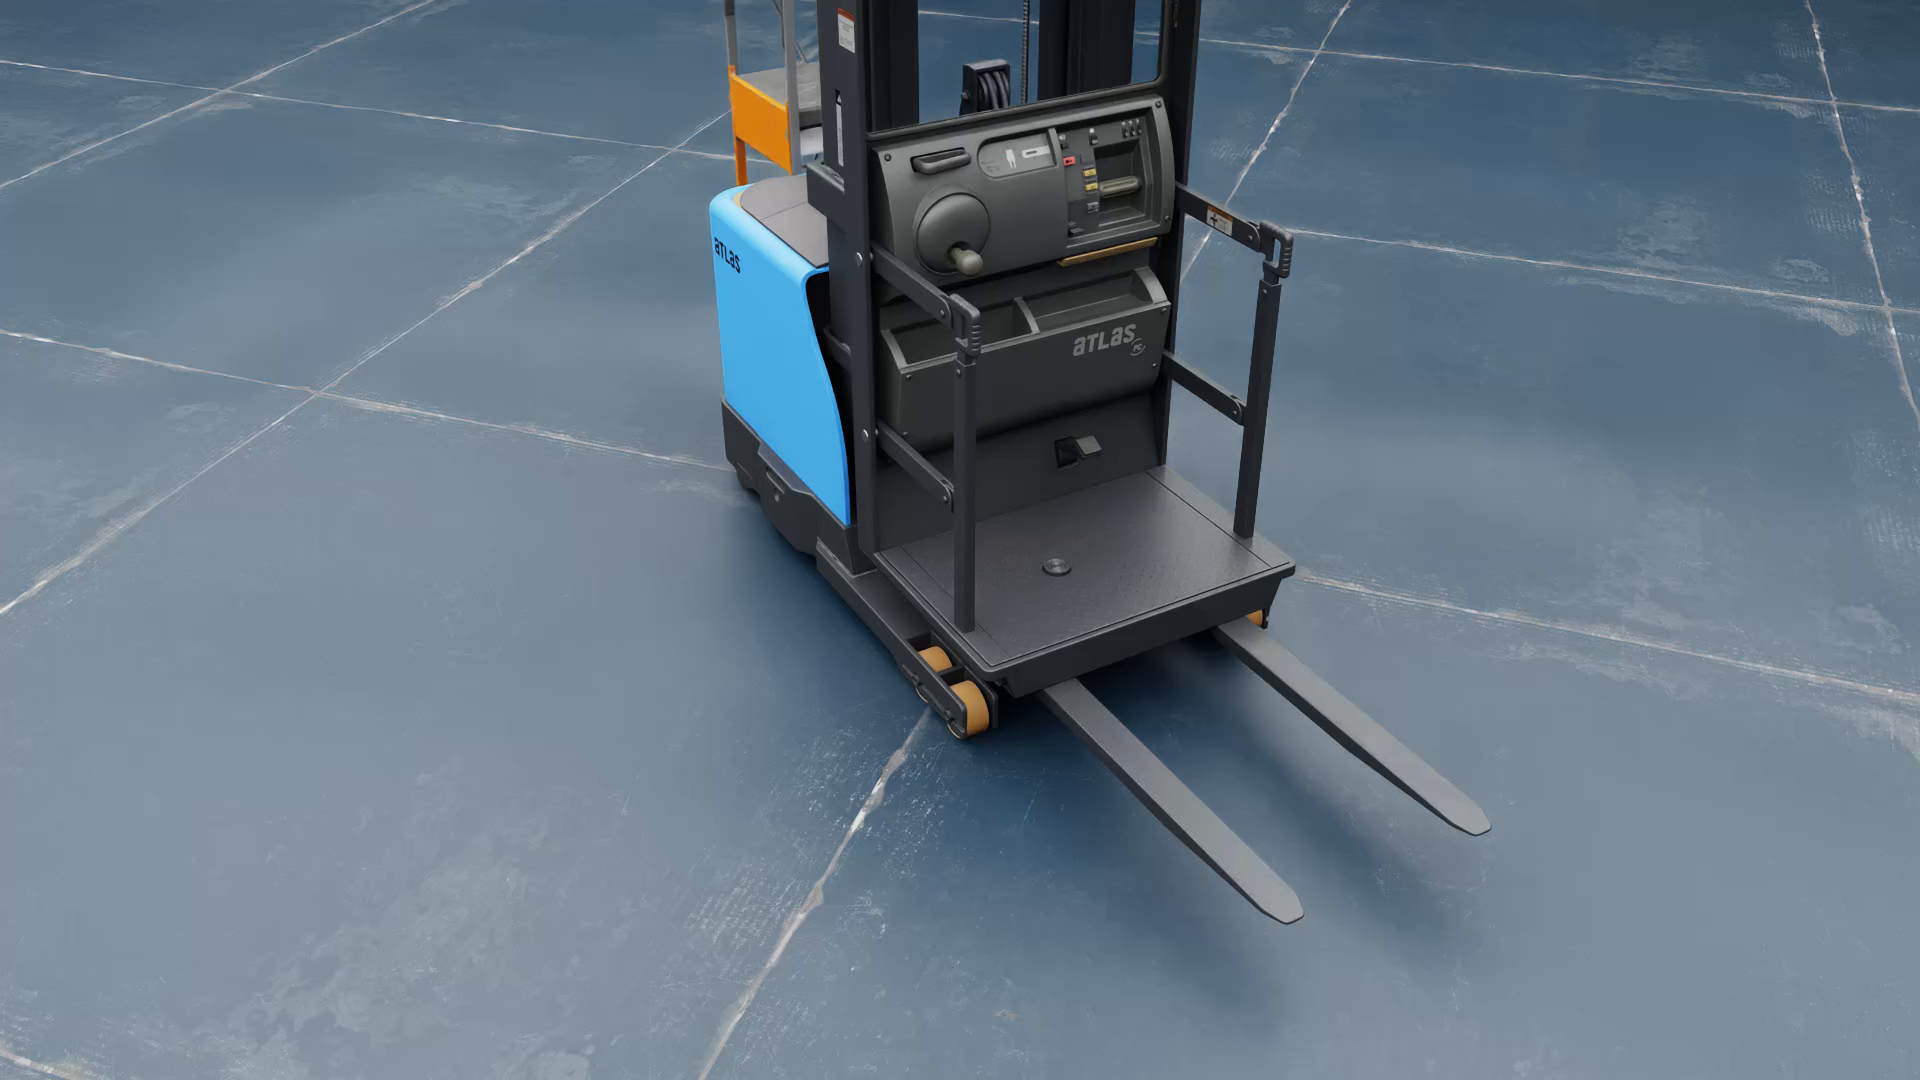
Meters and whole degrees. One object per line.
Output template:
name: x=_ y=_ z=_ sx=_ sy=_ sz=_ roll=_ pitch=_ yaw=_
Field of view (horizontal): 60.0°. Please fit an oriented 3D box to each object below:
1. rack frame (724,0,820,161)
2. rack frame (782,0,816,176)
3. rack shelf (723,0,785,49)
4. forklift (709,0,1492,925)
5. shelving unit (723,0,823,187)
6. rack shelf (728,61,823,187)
rack frame: x=-0.665 y=-1.569 z=6.244 sx=0.400 sy=2.100 sz=0.015 roll=-18 pitch=37 yaw=-26
rack frame: x=-0.414 y=-1.342 z=5.892 sx=0.400 sy=2.100 sz=0.015 roll=-18 pitch=37 yaw=-26
rack shelf: x=-0.540 y=-2.032 z=5.696 sx=0.431 sy=0.518 sz=0.480 roll=-18 pitch=37 yaw=-26
forklift: x=0.309 y=-0.938 z=4.501 sx=1.130 sy=2.935 sz=3.031 roll=-17 pitch=37 yaw=-25
shelving unit: x=-0.540 y=-1.455 z=6.068 sx=0.431 sy=2.100 sz=0.503 roll=-18 pitch=37 yaw=-26
rack shelf: x=-0.540 y=-1.444 z=6.075 sx=0.431 sy=0.518 sz=0.480 roll=-18 pitch=37 yaw=-26
